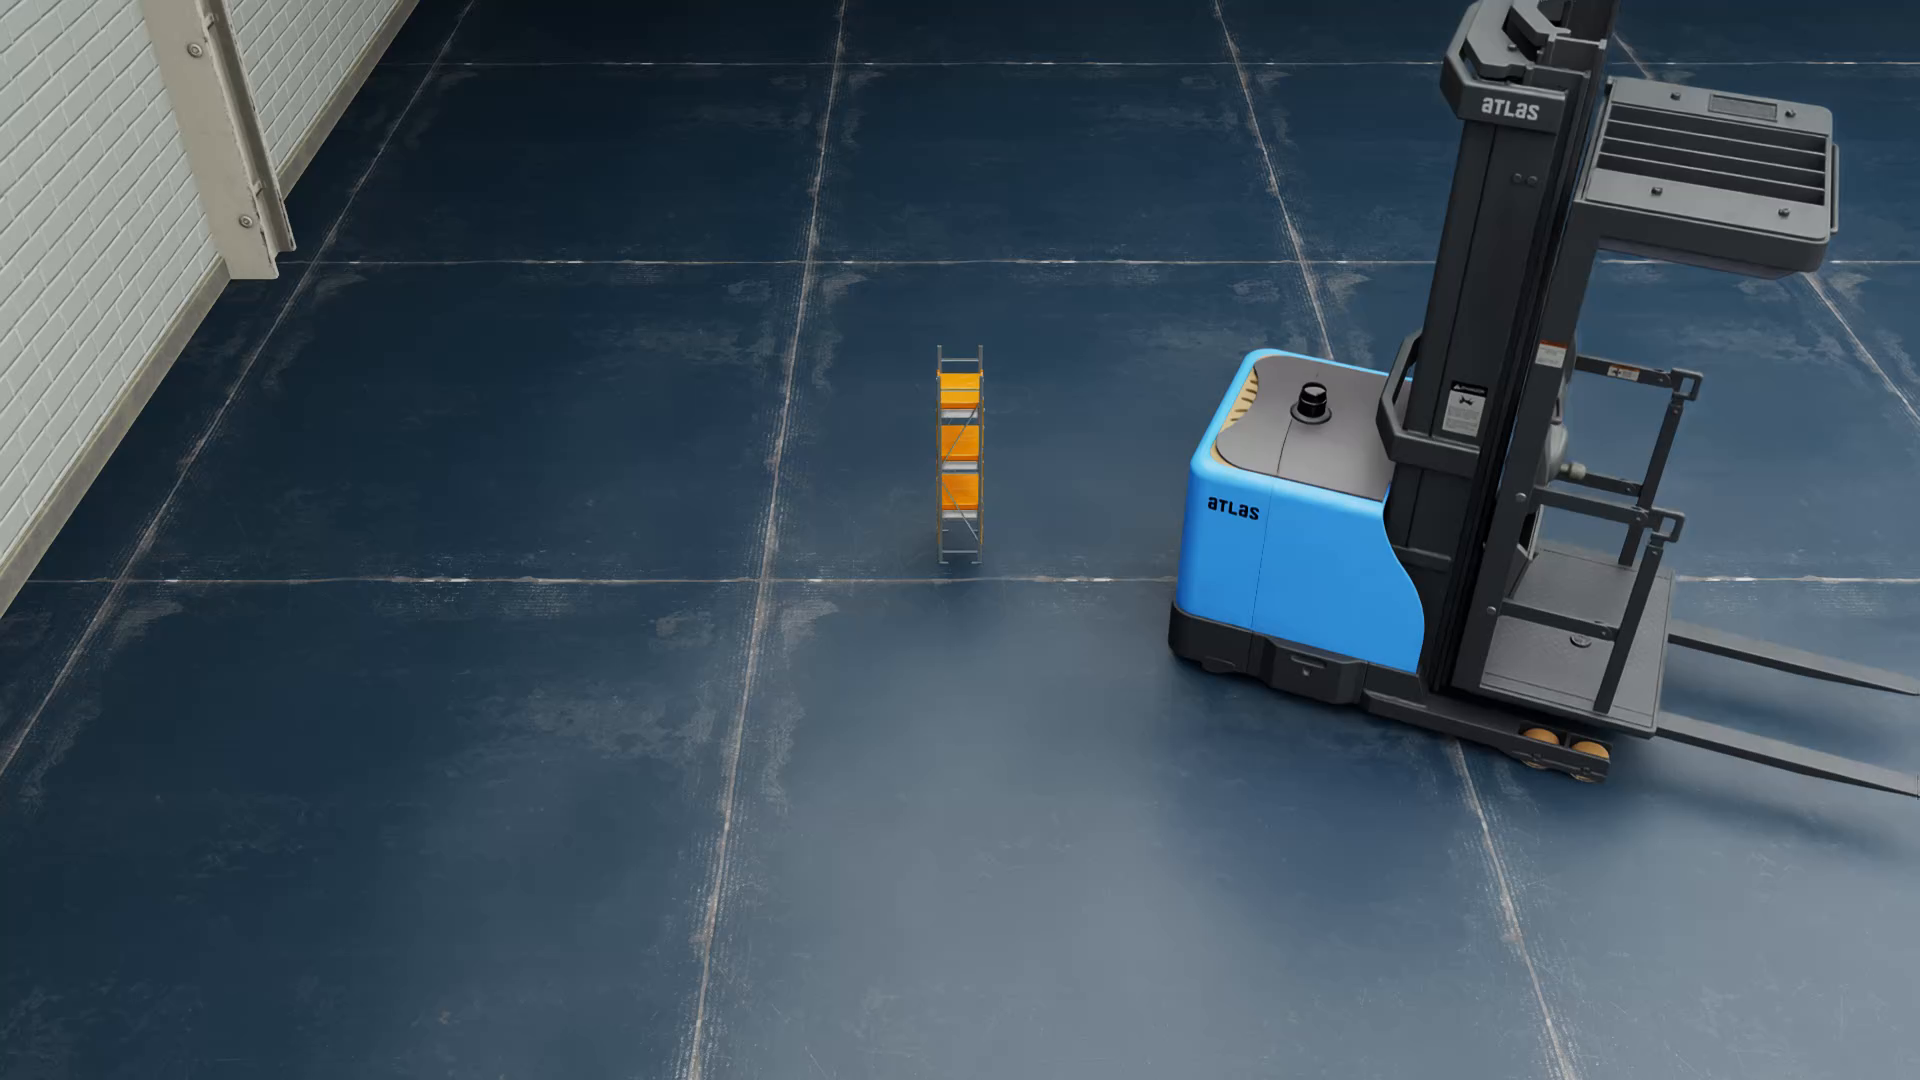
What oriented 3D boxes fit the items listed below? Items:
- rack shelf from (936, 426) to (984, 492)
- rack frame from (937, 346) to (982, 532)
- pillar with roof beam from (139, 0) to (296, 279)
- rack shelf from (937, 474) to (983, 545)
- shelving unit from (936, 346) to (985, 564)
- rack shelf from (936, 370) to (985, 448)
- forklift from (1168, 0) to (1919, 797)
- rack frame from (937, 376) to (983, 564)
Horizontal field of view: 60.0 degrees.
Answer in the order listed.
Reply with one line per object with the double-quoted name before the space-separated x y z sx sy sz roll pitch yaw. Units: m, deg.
"rack shelf" 0.000 -0.368 7.632 0.215 0.259 0.240 0 39 0
"rack frame" 0.000 -0.453 7.721 0.200 1.050 0.008 0 39 0
"pillar with roof beam" 0.062 -5.200 7.288 9.100 9.000 0.400 0 39 0
"rack shelf" 0.000 -0.151 7.806 0.215 0.259 0.240 0 39 0
"shelving unit" 0.000 -0.376 7.625 0.215 1.050 0.252 0 39 0
"rack shelf" 0.000 -0.589 7.455 0.215 0.259 0.240 0 39 0
"forklift" 2.482 -0.539 6.324 3.031 2.935 1.130 15 41 18
"rack frame" 0.000 -0.300 7.530 0.200 1.050 0.008 0 39 0
